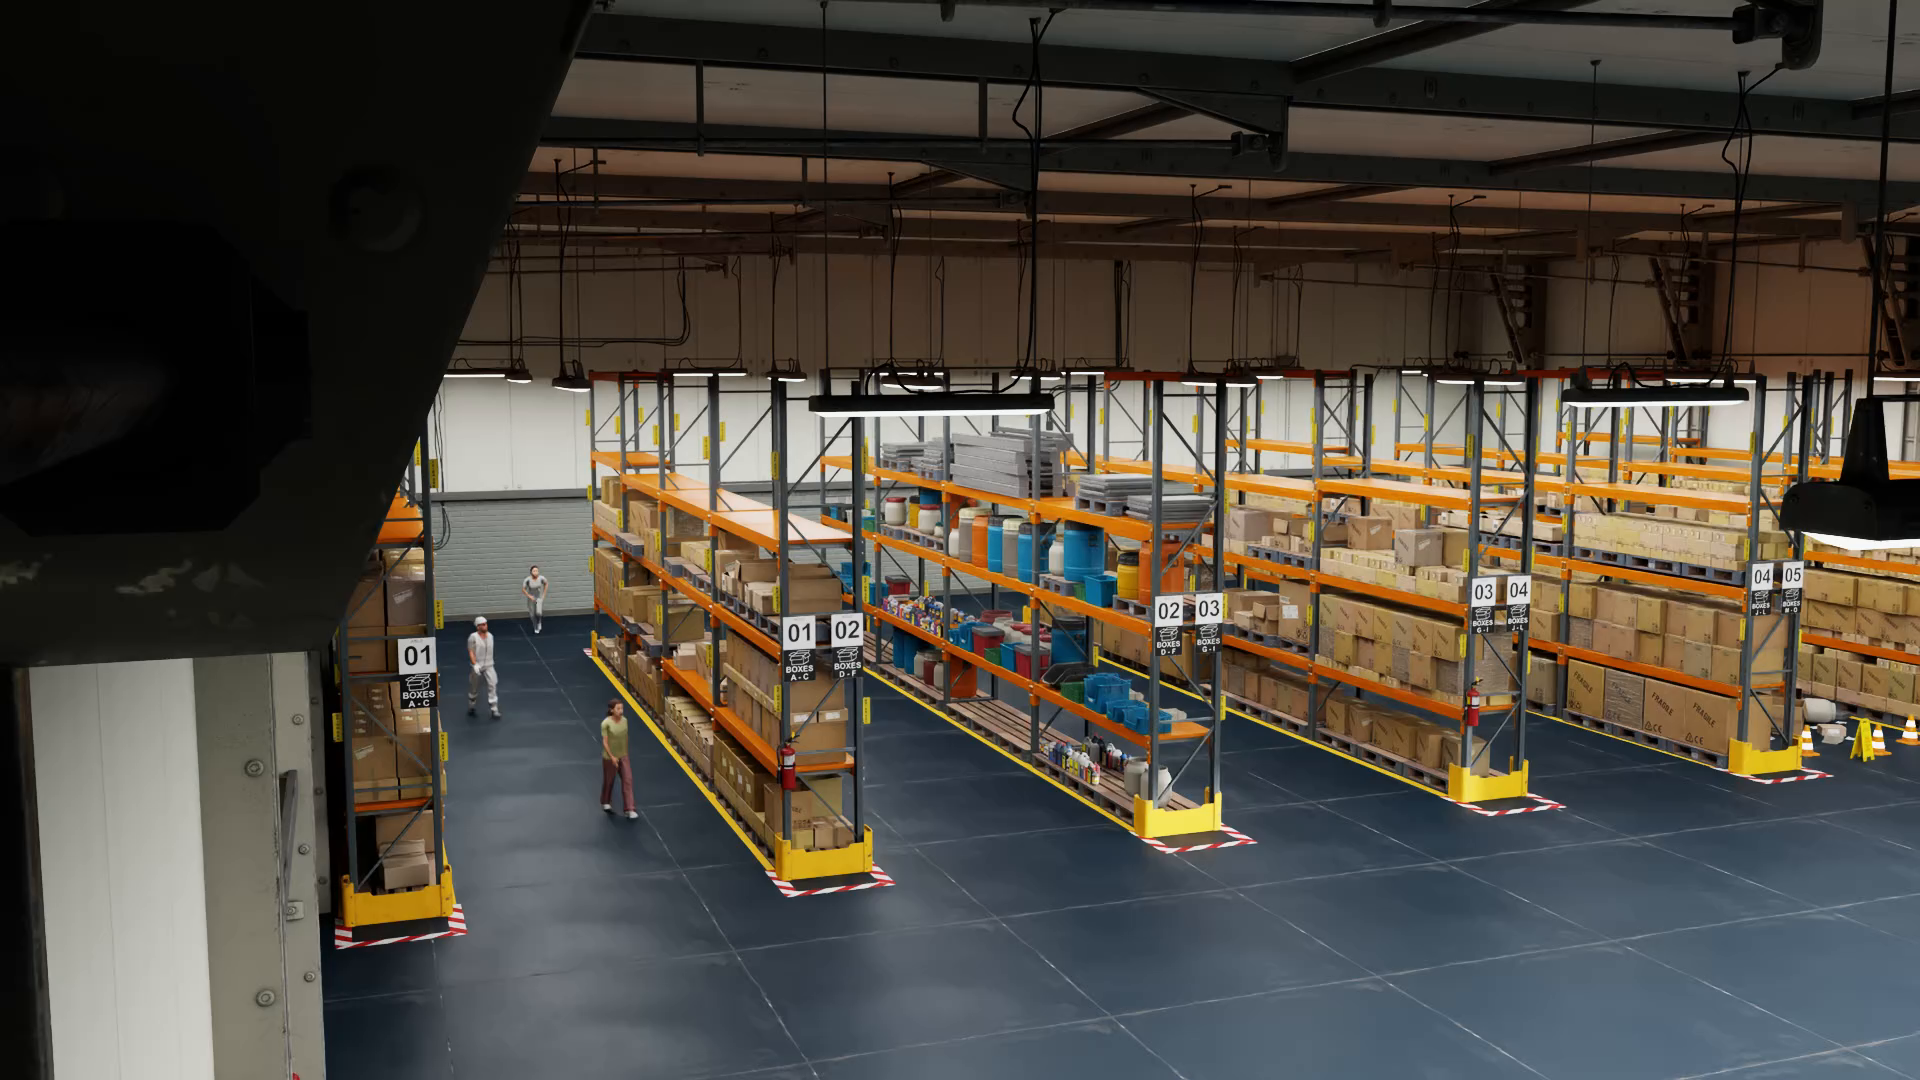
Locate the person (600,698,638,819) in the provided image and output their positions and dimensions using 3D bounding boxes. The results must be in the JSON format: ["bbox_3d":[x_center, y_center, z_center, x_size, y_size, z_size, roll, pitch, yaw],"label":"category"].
[{"bbox_3d":[-4.683,2.971,22.800,0.451,1.607,1.009,-5,8,-36],"label":"person"}]

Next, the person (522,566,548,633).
[{"bbox_3d":[-9.622,1.344,37.709,0.556,1.579,0.701,-1,6,-10],"label":"person"}]

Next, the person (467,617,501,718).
[{"bbox_3d":[-8.350,2.209,29.055,0.486,1.742,1.071,-4,7,-30],"label":"person"}]
